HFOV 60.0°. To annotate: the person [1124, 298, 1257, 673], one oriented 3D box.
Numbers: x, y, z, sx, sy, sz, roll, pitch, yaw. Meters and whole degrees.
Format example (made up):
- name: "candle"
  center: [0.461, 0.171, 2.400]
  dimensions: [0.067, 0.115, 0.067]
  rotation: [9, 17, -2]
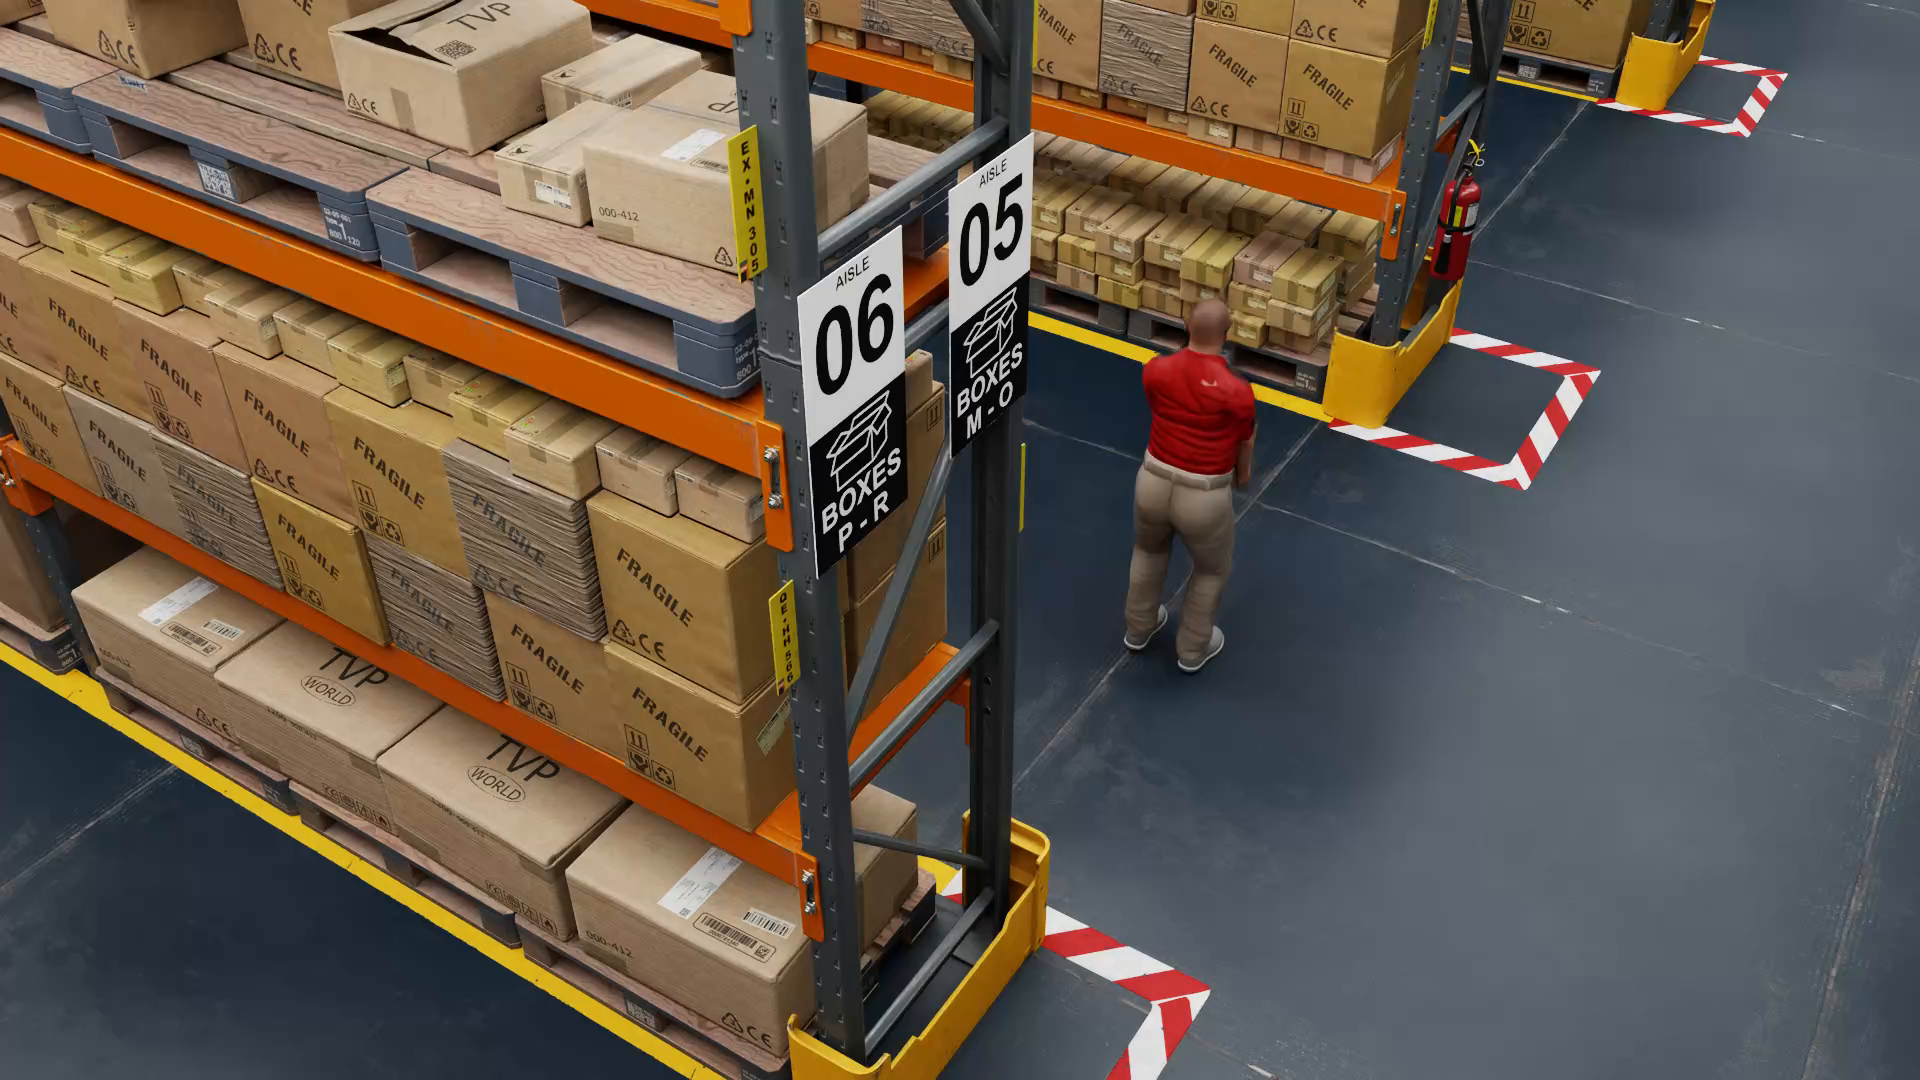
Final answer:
- name: "person"
  center: [0.976, -0.246, 7.028]
  dimensions: [0.485, 1.711, 0.572]
  rotation: [21, 43, 24]
